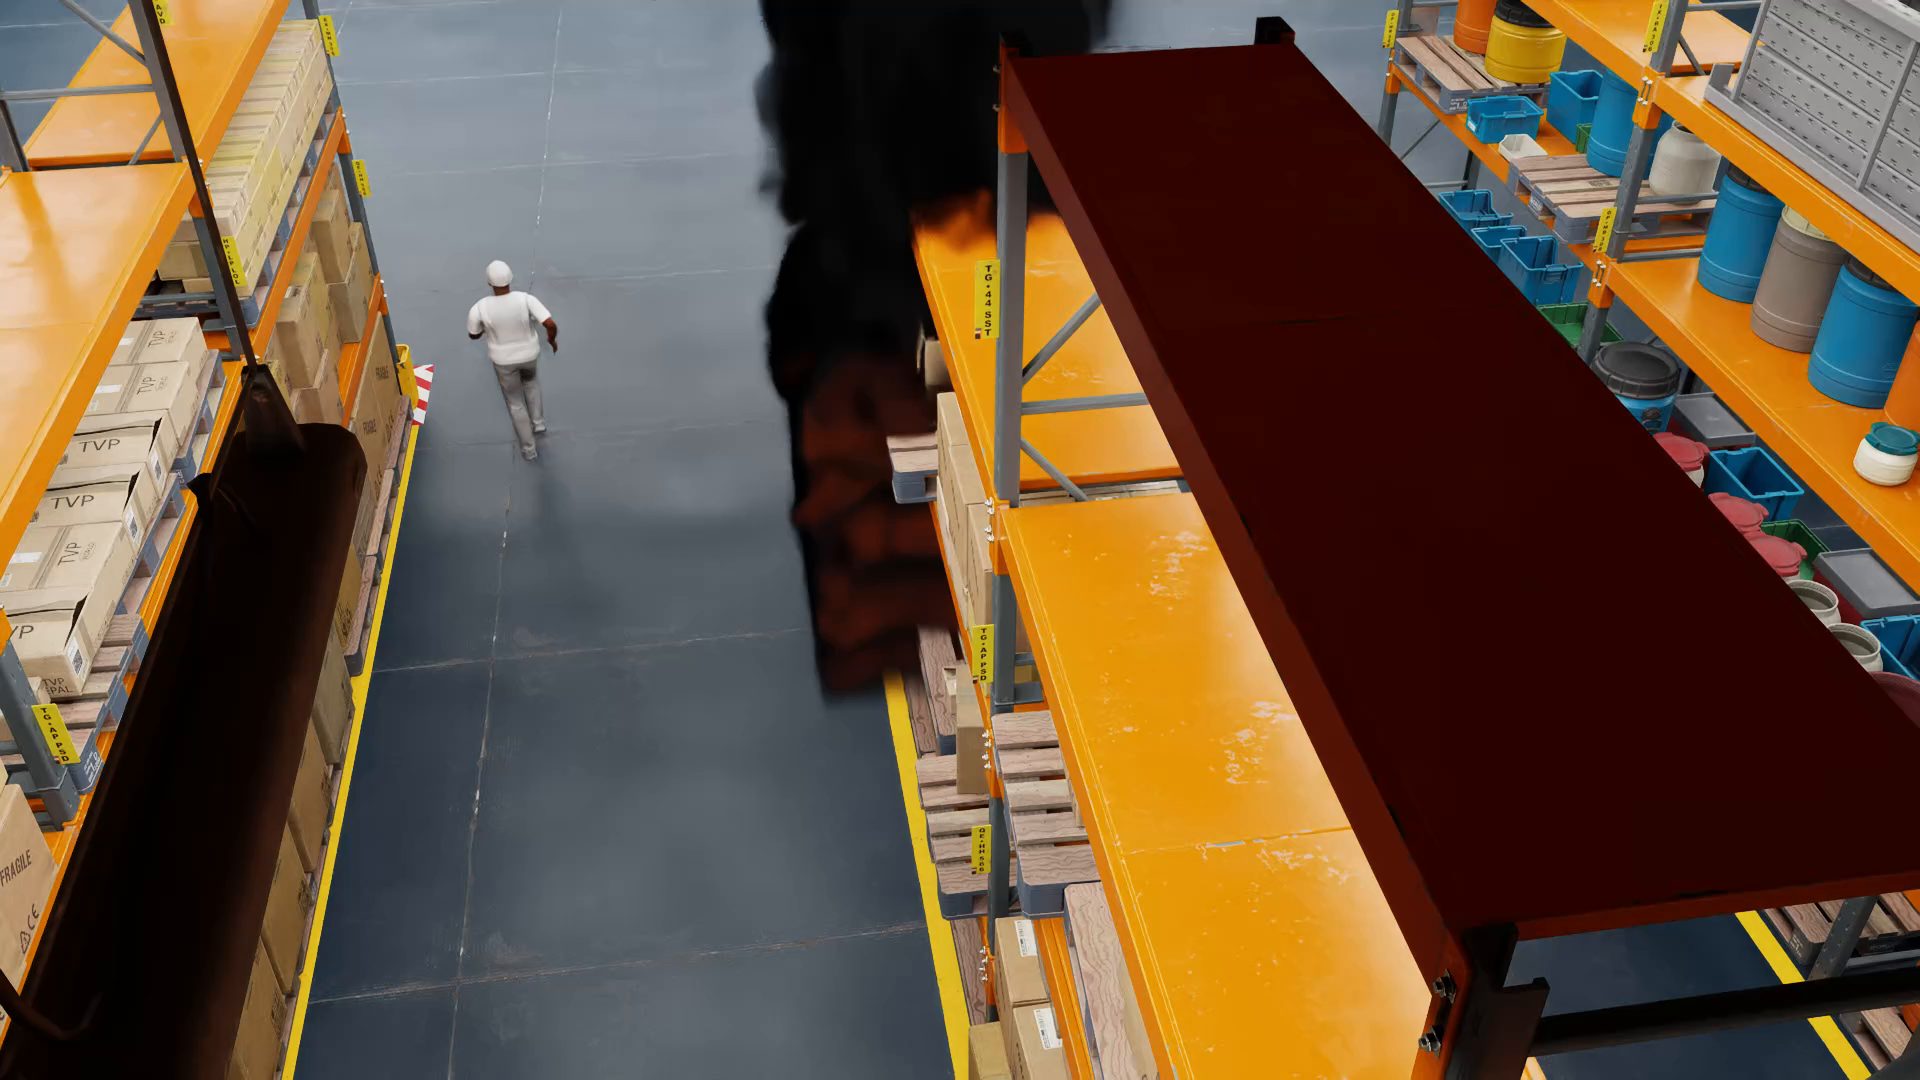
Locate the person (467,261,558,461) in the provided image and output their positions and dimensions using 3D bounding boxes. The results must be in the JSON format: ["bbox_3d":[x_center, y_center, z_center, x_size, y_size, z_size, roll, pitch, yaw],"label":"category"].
[{"bbox_3d":[-3.722,-1.512,13.948,0.678,1.831,0.770,-16,39,-20],"label":"person"}]
